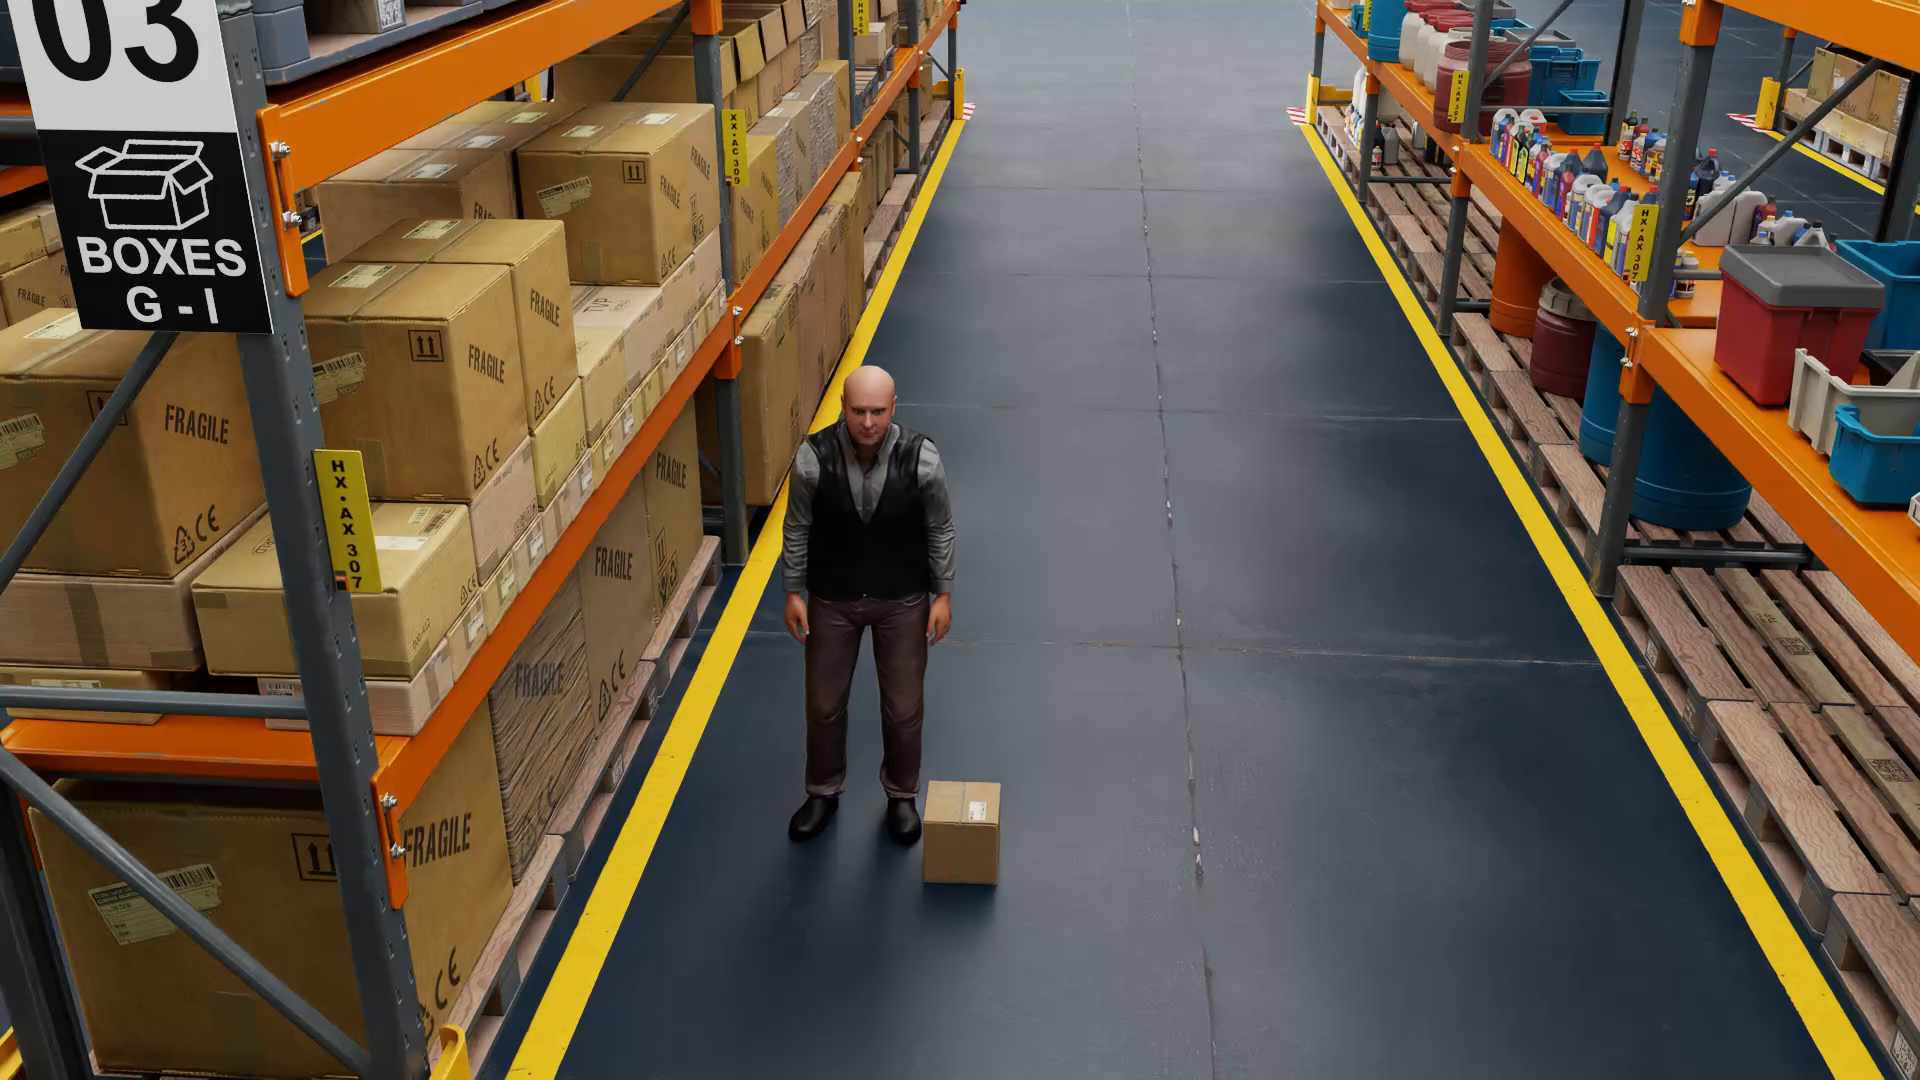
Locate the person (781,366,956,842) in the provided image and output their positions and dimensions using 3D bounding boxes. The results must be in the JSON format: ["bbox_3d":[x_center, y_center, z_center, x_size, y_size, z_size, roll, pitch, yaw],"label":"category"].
[{"bbox_3d":[-0.311,0.206,5.677,0.594,1.721,0.415,0,24,1],"label":"person"}]
